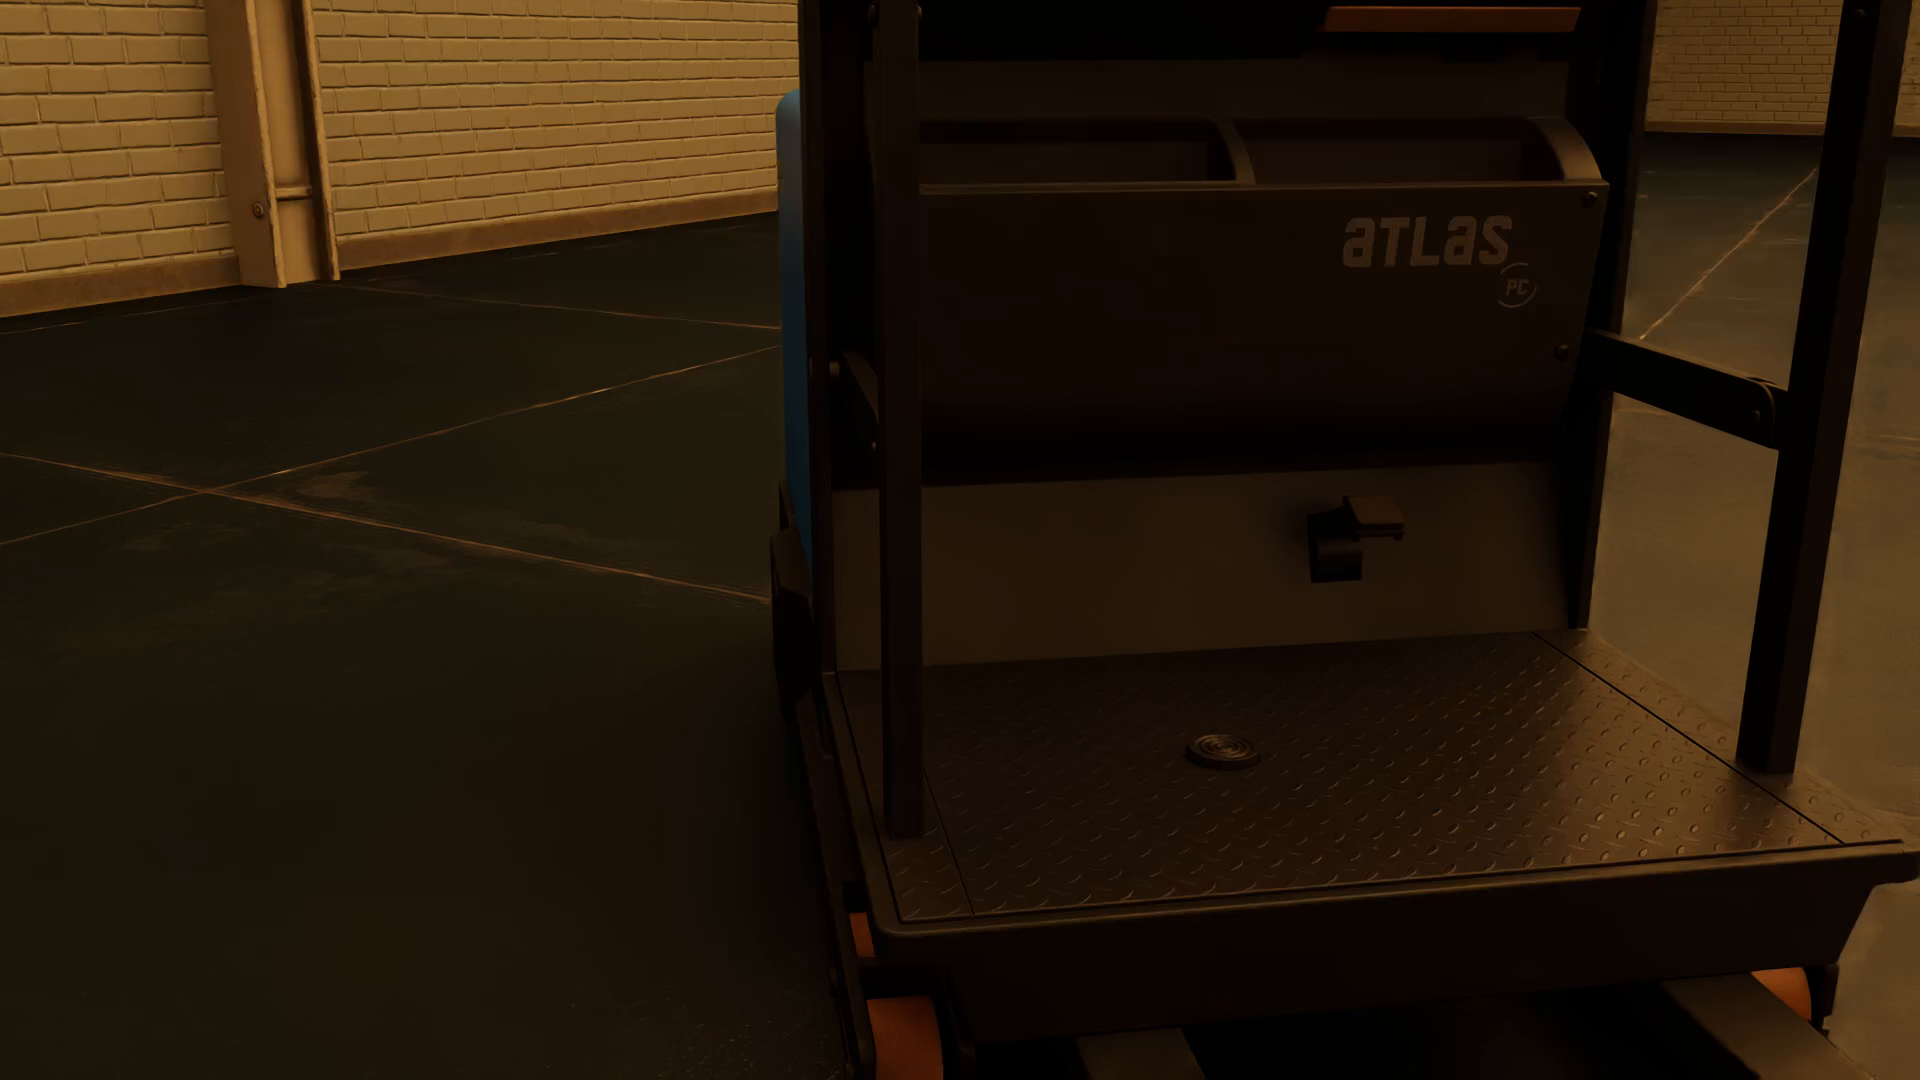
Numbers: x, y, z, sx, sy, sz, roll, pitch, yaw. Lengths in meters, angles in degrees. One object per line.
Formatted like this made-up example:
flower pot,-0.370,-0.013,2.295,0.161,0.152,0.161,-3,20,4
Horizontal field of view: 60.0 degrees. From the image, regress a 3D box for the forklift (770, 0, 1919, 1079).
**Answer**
forklift,0.384,-0.855,1.755,1.130,2.935,3.031,-3,17,-9
